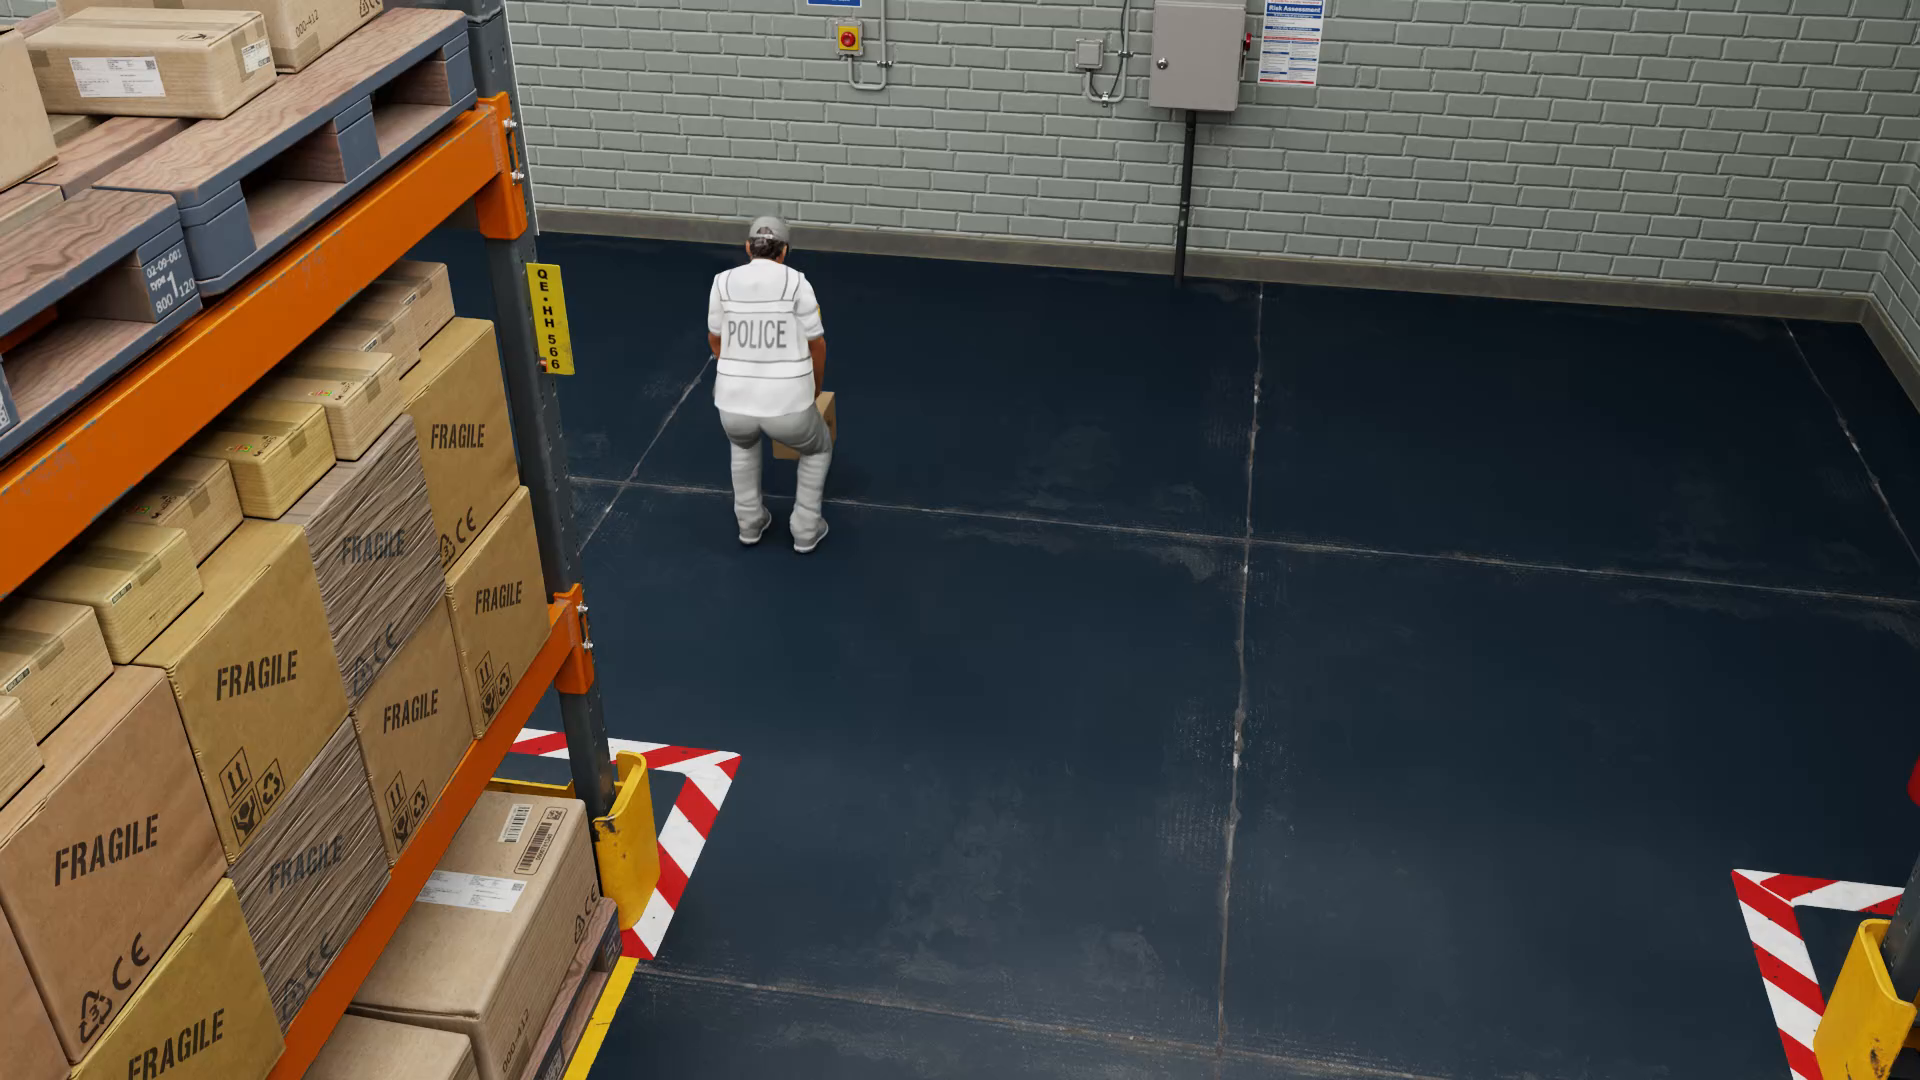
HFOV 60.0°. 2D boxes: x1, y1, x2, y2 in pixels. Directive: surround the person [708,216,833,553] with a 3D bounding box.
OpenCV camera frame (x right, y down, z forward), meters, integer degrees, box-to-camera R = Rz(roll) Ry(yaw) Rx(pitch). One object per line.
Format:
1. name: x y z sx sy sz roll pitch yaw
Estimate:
1. person: -0.853 -0.656 7.346 0.528 1.480 0.652 6 33 9
